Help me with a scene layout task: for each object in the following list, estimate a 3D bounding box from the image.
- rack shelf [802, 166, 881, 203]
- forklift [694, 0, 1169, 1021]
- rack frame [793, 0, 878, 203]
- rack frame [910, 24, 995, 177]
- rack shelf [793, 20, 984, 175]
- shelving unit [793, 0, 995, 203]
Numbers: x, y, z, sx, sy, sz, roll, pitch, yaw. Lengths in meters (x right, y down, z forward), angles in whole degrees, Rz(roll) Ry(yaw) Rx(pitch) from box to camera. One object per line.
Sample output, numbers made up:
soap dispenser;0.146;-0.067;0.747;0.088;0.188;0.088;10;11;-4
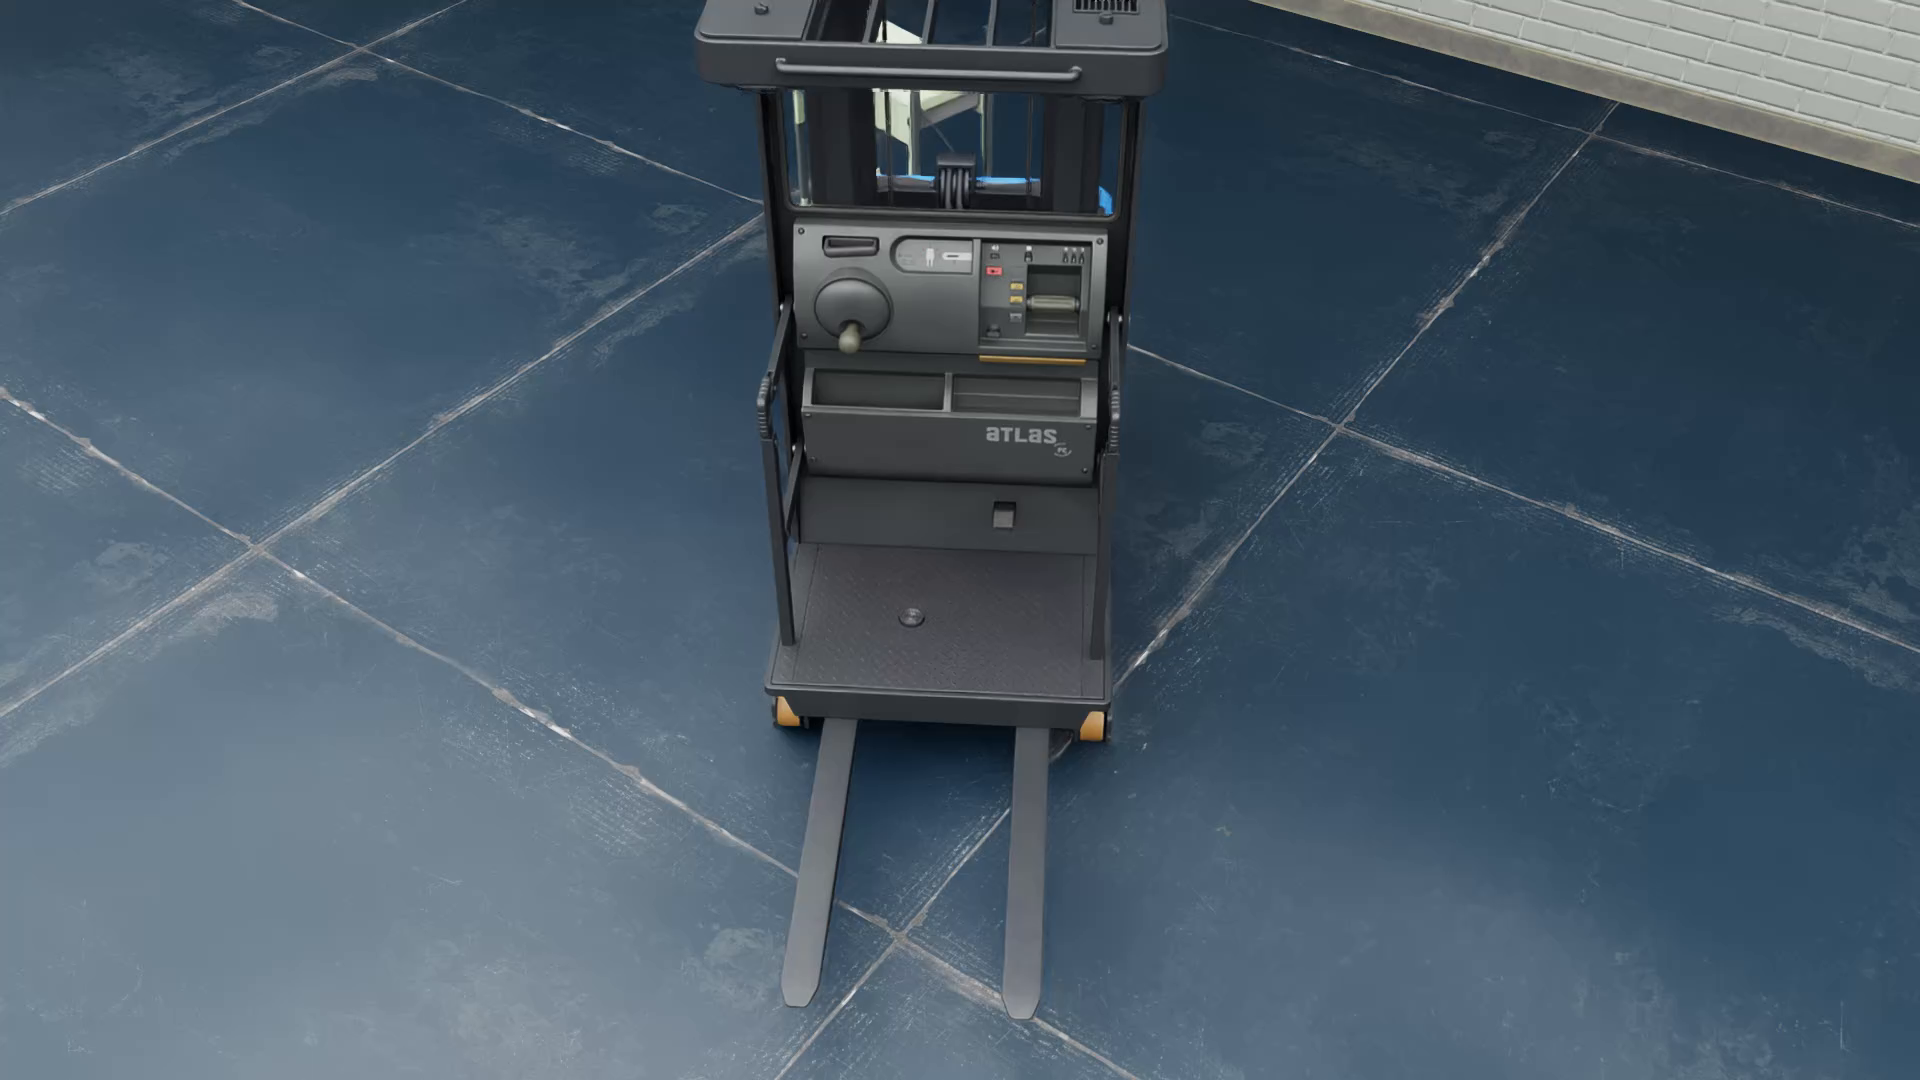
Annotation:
rack shelf;-0.267;-1.196;6.951;0.431;0.370;0.720;-30;50;-30
forklift;-0.043;-0.658;4.787;1.130;2.935;3.031;2;42;3
rack frame;-0.509;-1.622;6.938;0.400;1.500;0.023;-30;50;-30
rack frame;-0.025;-1.256;6.529;0.400;1.500;0.023;-30;50;-30
rack shelf;-0.267;-1.730;6.473;0.431;0.370;0.720;-30;50;-30
shelving unit;-0.267;-1.439;6.734;0.431;1.500;0.755;-30;50;-30
